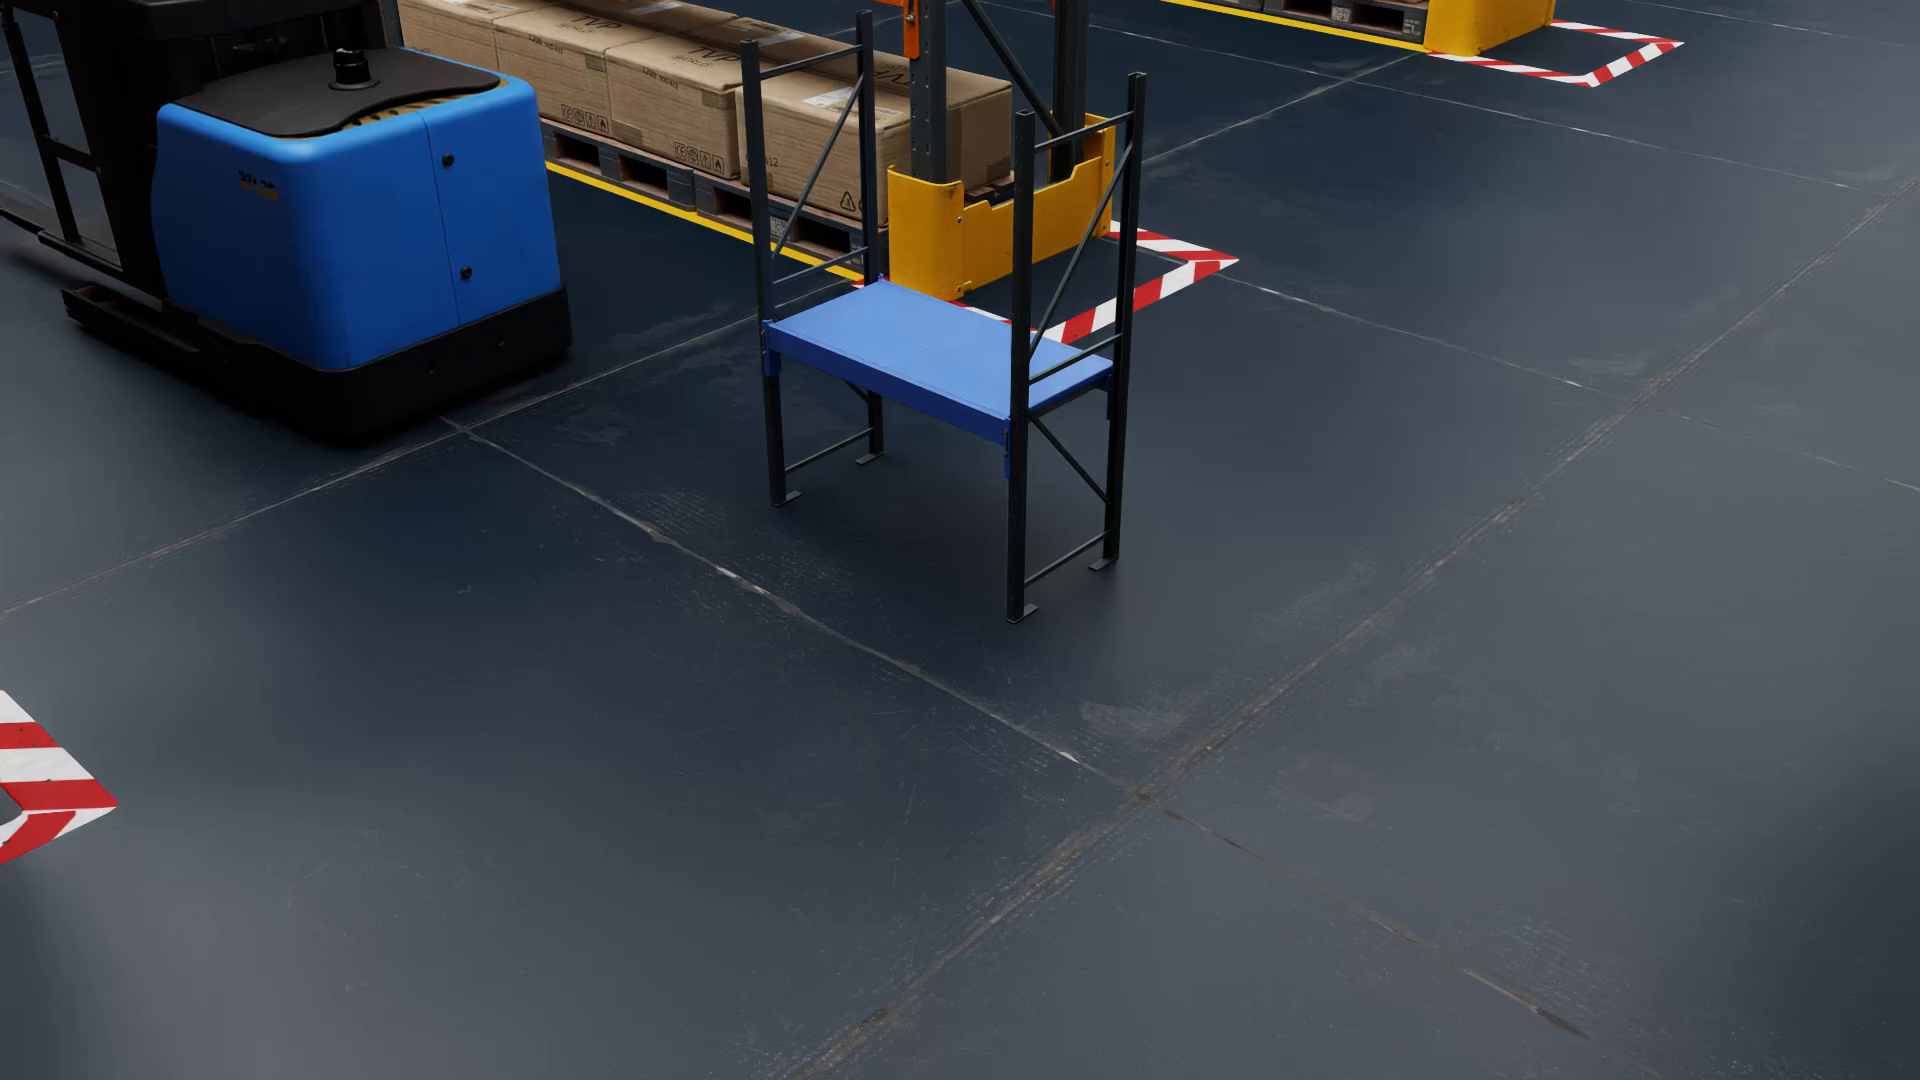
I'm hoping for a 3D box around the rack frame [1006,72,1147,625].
[{"bbox_3d":[0.314,-0.496,4.620,0.032,1.500,0.500,25,39,35],"label":"rack frame"}]

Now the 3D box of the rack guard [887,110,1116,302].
[{"bbox_3d":[0.196,-1.467,7.202,0.348,0.500,1.175,25,39,35],"label":"rack guard"}]

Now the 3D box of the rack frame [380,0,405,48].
[{"bbox_3d":[-2.788,-3.931,8.871,0.127,3.000,1.000,25,39,35],"label":"rack frame"}]

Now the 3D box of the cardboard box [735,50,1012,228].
[{"bbox_3d":[-0.379,-1.819,7.440,0.875,0.438,0.875,24,38,34],"label":"cardboard box"}]

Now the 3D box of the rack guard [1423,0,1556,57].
[{"bbox_3d":[3.368,-3.429,10.462,0.348,0.500,1.175,25,39,35],"label":"rack guard"}]

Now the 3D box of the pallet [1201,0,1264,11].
[{"bbox_3d":[1.889,-4.023,11.727,1.213,0.211,1.003,25,39,35],"label":"pallet"}]

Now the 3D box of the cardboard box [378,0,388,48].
[{"bbox_3d":[-3.301,-3.384,9.616,0.875,0.875,0.875,26,40,36],"label":"cardboard box"}]

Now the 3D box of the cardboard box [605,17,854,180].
[{"bbox_3d":[-1.063,-2.132,7.960,0.875,0.438,0.875,26,40,36],"label":"cardboard box"}]

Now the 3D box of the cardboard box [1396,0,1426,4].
[{"bbox_3d":[2.894,-3.535,10.571,0.250,0.149,0.380,26,40,36],"label":"cardboard box"}]

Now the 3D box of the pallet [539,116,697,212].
[{"bbox_3d":[-1.368,-2.021,8.402,1.213,0.211,1.003,25,39,35],"label":"pallet"}]

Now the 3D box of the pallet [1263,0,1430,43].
[{"bbox_3d":[2.789,-3.600,11.026,1.213,0.211,1.003,25,39,35],"label":"pallet"}]

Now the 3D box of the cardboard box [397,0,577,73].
[{"bbox_3d":[-2.395,-2.754,8.994,0.875,0.438,0.875,24,39,34],"label":"cardboard box"}]

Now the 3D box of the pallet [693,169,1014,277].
[{"bbox_3d":[-0.468,-1.598,7.700,1.213,0.211,1.003,25,39,35],"label":"pallet"}]

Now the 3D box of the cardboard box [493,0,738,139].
[{"bbox_3d":[-1.730,-2.445,8.480,0.875,0.438,0.875,24,38,34],"label":"cardboard box"}]

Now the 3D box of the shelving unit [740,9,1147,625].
[{"bbox_3d":[-0.063,-0.672,4.912,1.048,1.500,0.538,25,39,35],"label":"shelving unit"}]

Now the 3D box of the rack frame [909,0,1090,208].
[{"bbox_3d":[0.178,-2.546,6.571,0.127,3.000,1.000,25,39,35],"label":"rack frame"}]

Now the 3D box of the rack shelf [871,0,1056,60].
[{"bbox_3d":[-1.305,-2.930,7.906,4.000,0.370,1.077,25,39,35],"label":"rack shelf"}]

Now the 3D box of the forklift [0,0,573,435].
[{"bbox_3d":[-2.948,-2.231,6.113,3.031,2.935,1.130,22,38,32],"label":"forklift"}]

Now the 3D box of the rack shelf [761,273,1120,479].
[{"bbox_3d":[-0.063,-0.518,5.005,1.000,0.185,0.538,25,39,35],"label":"rack shelf"}]

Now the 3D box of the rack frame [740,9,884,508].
[{"bbox_3d":[-0.440,-0.848,5.204,0.032,1.500,0.500,25,39,35],"label":"rack frame"}]
